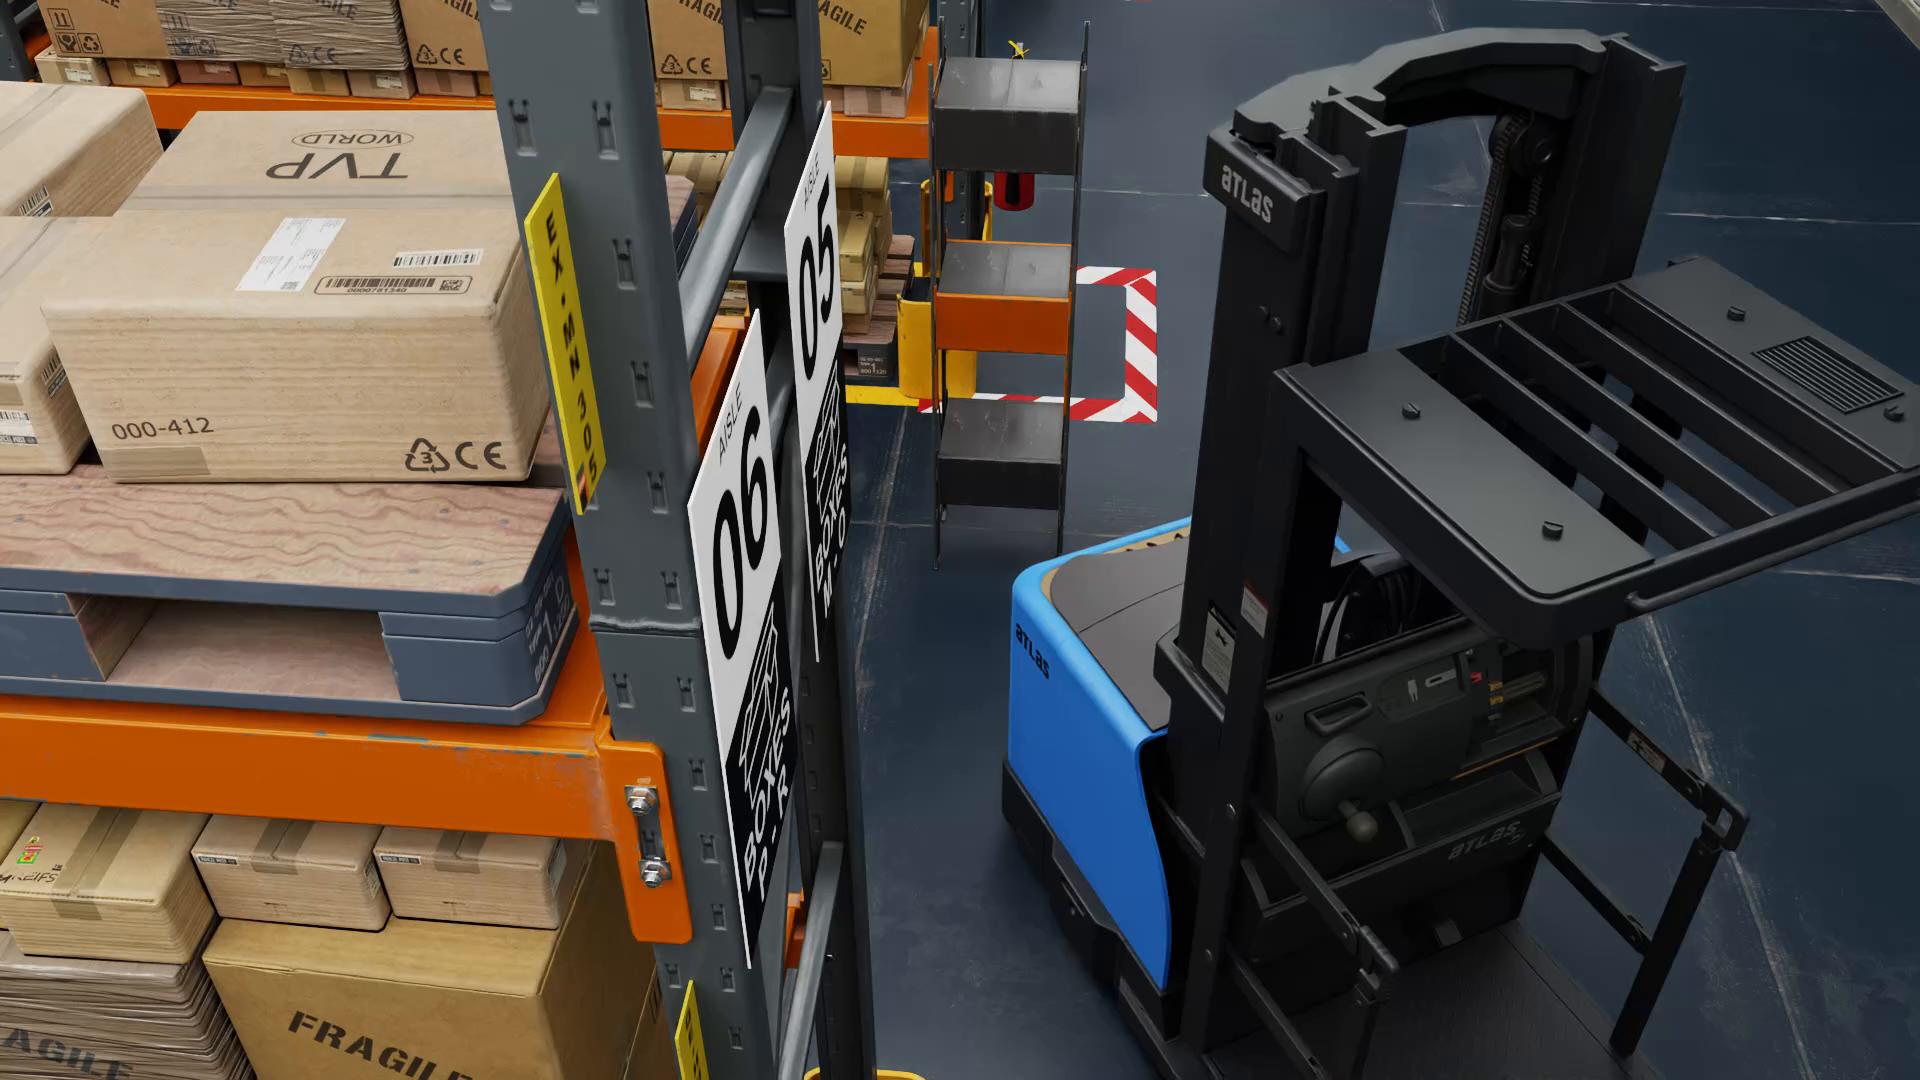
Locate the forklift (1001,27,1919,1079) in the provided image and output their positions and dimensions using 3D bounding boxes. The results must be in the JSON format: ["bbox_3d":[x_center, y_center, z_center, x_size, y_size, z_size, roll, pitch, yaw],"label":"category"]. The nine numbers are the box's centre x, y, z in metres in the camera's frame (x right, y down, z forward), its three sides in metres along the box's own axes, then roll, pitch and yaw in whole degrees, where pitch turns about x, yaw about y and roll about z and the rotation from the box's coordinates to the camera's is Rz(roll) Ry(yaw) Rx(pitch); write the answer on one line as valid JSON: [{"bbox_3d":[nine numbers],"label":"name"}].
[{"bbox_3d":[1.224,0.498,3.816,1.130,2.935,3.031,-17,42,-19],"label":"forklift"}]

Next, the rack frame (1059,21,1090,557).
[{"bbox_3d":[0.408,-0.792,6.060,0.015,2.100,0.400,3,39,4],"label":"rack frame"}]

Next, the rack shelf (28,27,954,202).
[{"bbox_3d":[-1.977,-1.993,7.393,4.000,0.370,1.077,3,39,4],"label":"rack shelf"}]

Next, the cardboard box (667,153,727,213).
[{"bbox_3d":[-1.256,-1.689,7.903,0.250,0.149,0.380,1,39,2],"label":"cardboard box"}]

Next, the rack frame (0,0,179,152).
[{"bbox_3d":[-3.969,-2.381,7.299,0.127,3.000,1.000,3,39,4],"label":"rack frame"}]

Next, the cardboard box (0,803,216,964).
[{"bbox_3d":[-1.205,0.424,2.468,0.250,0.149,0.380,3,39,3],"label":"cardboard box"}]

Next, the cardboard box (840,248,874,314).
[{"bbox_3d":[-0.534,-1.185,7.520,0.250,0.149,0.380,2,39,3],"label":"cardboard box"}]

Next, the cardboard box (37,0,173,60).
[{"bbox_3d":[-3.497,-2.350,6.946,0.500,0.500,0.500,2,39,3],"label":"cardboard box"}]

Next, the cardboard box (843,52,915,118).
[{"bbox_3d":[-0.333,-1.906,6.914,0.250,0.149,0.380,3,39,4],"label":"cardboard box"}]

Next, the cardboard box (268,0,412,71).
[{"bbox_3d":[-2.505,-2.277,6.857,0.500,0.500,0.500,2,39,3],"label":"cardboard box"}]

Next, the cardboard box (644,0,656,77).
[{"bbox_3d":[-1.472,-2.233,6.802,0.500,0.500,0.500,3,39,4],"label":"cardboard box"}]

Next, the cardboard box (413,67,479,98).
[{"bbox_3d":[-2.128,-2.036,7.074,0.250,0.149,0.380,5,39,6],"label":"cardboard box"}]

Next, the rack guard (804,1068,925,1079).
[{"bbox_3d":[-0.286,1.926,3.988,0.348,0.500,1.175,3,39,4],"label":"rack guard"}]

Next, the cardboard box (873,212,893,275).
[{"bbox_3d":[-0.478,-1.450,8.082,0.250,0.149,0.380,4,39,5],"label":"cardboard box"}]

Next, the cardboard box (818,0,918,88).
[{"bbox_3d":[-0.454,-2.180,6.737,0.500,0.500,0.500,4,39,5],"label":"cardboard box"}]

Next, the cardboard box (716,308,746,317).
[{"bbox_3d":[-1.047,-1.137,7.696,0.250,0.149,0.380,3,39,4],"label":"cardboard box"}]

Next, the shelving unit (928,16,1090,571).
[{"bbox_3d":[0.165,-0.805,6.076,0.503,2.100,0.431,3,39,4],"label":"shelving unit"}]

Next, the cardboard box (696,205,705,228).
[{"bbox_3d":[-1.300,-1.359,7.498,0.250,0.149,0.380,2,39,2],"label":"cardboard box"}]

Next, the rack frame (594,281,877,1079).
[{"bbox_3d":[-0.310,0.955,3.200,0.127,3.000,1.000,3,39,4],"label":"rack frame"}]

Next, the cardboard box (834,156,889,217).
[{"bbox_3d":[-0.477,-1.694,7.909,0.250,0.149,0.380,1,39,2],"label":"cardboard box"}]

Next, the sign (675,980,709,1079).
[{"bbox_3d":[-0.371,0.755,2.342,0.005,0.325,0.100,3,39,4],"label":"sign"}]

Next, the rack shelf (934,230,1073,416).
[{"bbox_3d":[0.165,-0.795,6.085,0.480,0.518,0.431,3,39,4],"label":"rack shelf"}]

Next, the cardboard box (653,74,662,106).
[{"bbox_3d":[-1.345,-1.979,7.005,0.250,0.149,0.380,2,39,2],"label":"cardboard box"}]

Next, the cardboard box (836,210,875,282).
[{"bbox_3d":[-0.533,-1.321,7.451,0.250,0.149,0.380,4,39,4],"label":"cardboard box"}]

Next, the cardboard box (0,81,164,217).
[{"bbox_3d":[-1.375,-0.516,2.419,0.250,0.149,0.380,4,39,5],"label":"cardboard box"}]

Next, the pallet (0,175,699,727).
[{"bbox_3d":[-1.050,-0.208,2.323,1.213,0.211,1.003,3,39,4],"label":"pallet"}]

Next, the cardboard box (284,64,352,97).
[{"bbox_3d":[-2.665,-2.040,7.080,0.250,0.149,0.380,4,39,5],"label":"cardboard box"}]

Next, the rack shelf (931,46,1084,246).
[{"bbox_3d":[0.165,-1.338,5.643,0.480,0.518,0.431,3,39,4],"label":"rack shelf"}]

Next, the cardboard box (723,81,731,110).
[{"bbox_3d":[-0.829,-1.947,6.965,0.250,0.149,0.380,3,39,3],"label":"cardboard box"}]

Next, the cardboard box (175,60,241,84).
[{"bbox_3d":[-3.181,-2.114,7.170,0.250,0.149,0.380,2,39,2],"label":"cardboard box"}]

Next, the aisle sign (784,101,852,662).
[{"bbox_3d":[-0.214,-0.231,2.599,0.004,0.787,0.394,3,39,4],"label":"aisle sign"}]

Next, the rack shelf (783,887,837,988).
[{"bbox_3d":[-2.303,1.125,3.561,4.000,0.370,1.077,3,39,4],"label":"rack shelf"}]

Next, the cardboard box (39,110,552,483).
[{"bbox_3d":[-0.766,-0.319,2.097,0.500,0.250,0.500,0,39,0],"label":"cardboard box"}]

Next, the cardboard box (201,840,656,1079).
[{"bbox_3d":[-0.811,0.652,2.701,0.500,0.500,0.500,4,39,5],"label":"cardboard box"}]

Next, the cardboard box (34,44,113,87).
[{"bbox_3d":[-3.715,-2.063,7.107,0.250,0.149,0.380,4,39,5],"label":"cardboard box"}]

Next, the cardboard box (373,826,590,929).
[{"bbox_3d":[-0.685,0.384,2.518,0.250,0.149,0.380,4,39,4],"label":"cardboard box"}]
